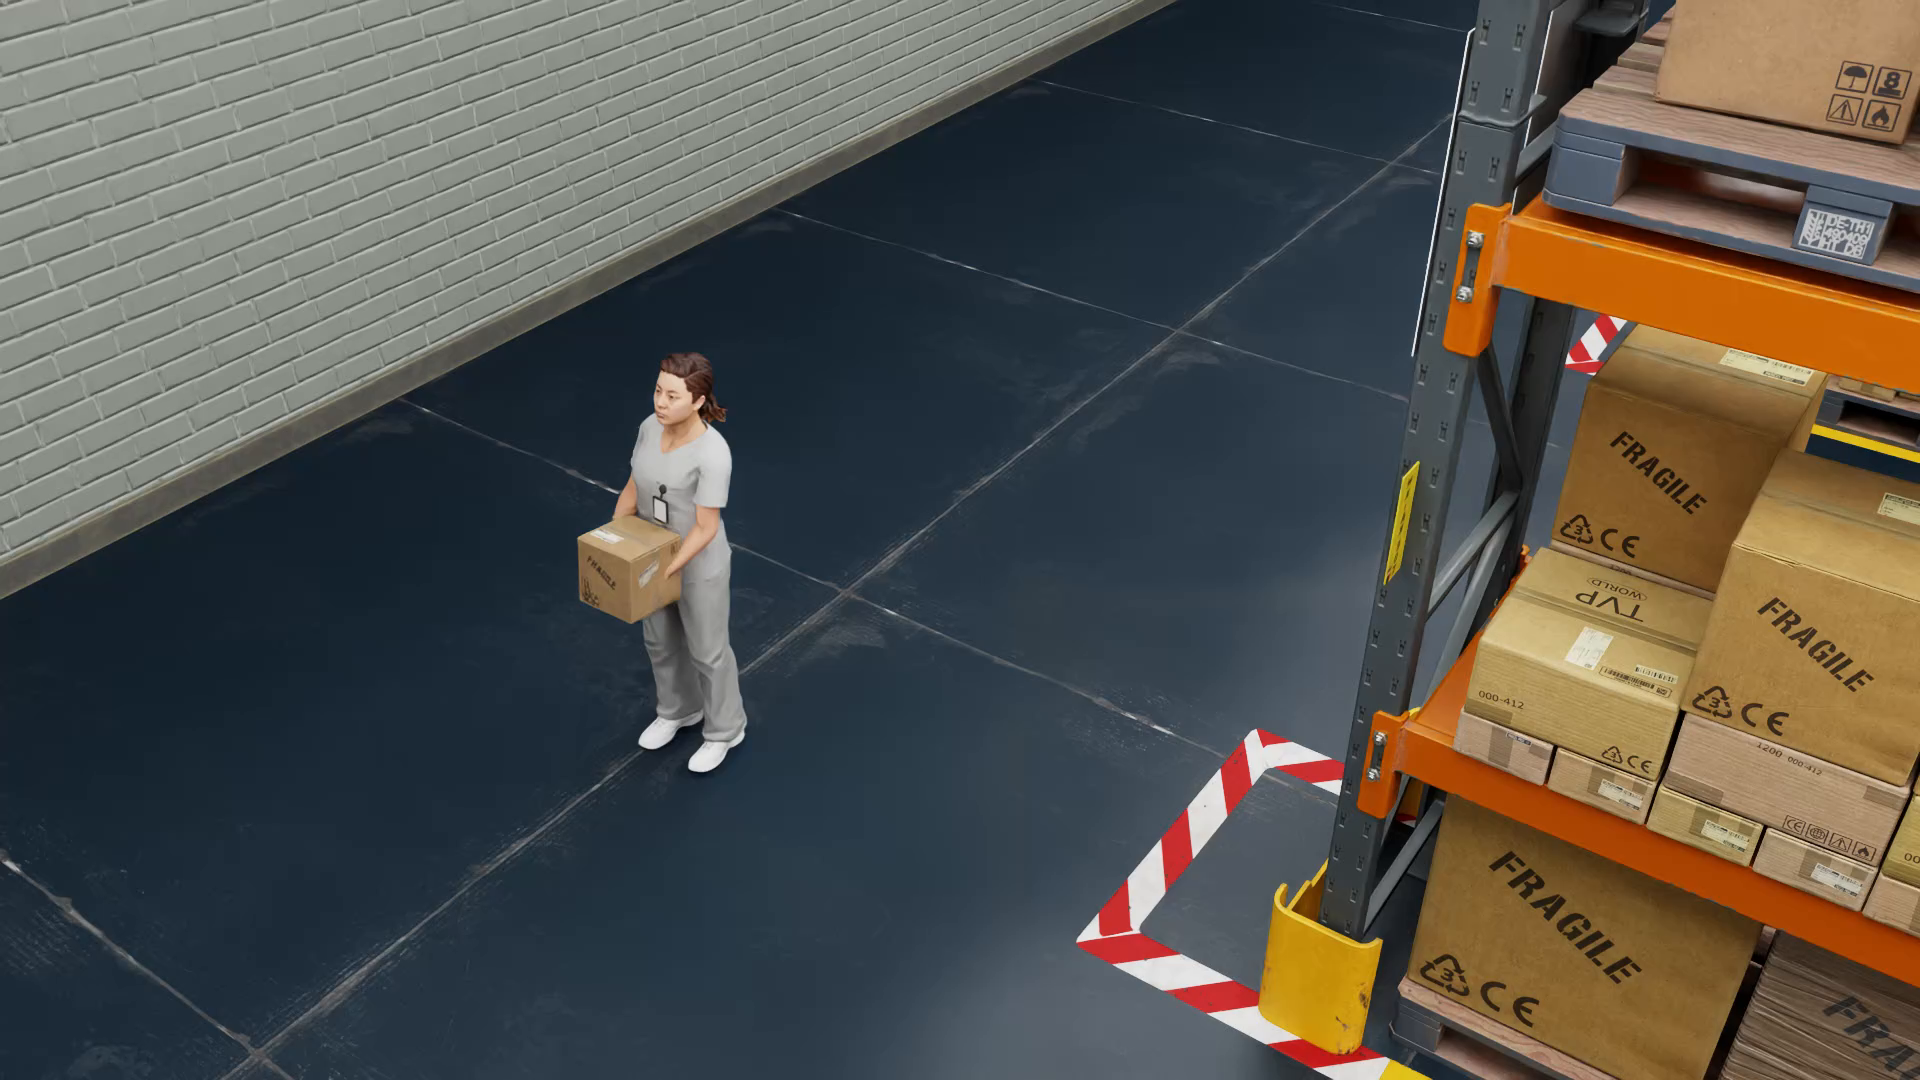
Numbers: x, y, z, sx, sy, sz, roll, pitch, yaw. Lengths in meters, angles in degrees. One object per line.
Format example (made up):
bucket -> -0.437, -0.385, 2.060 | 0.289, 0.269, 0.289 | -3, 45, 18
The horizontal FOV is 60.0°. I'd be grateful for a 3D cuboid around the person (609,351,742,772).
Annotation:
person -> -1.024, 0.111, 5.985 | 0.446, 1.674, 0.540 | 28, 44, 34
